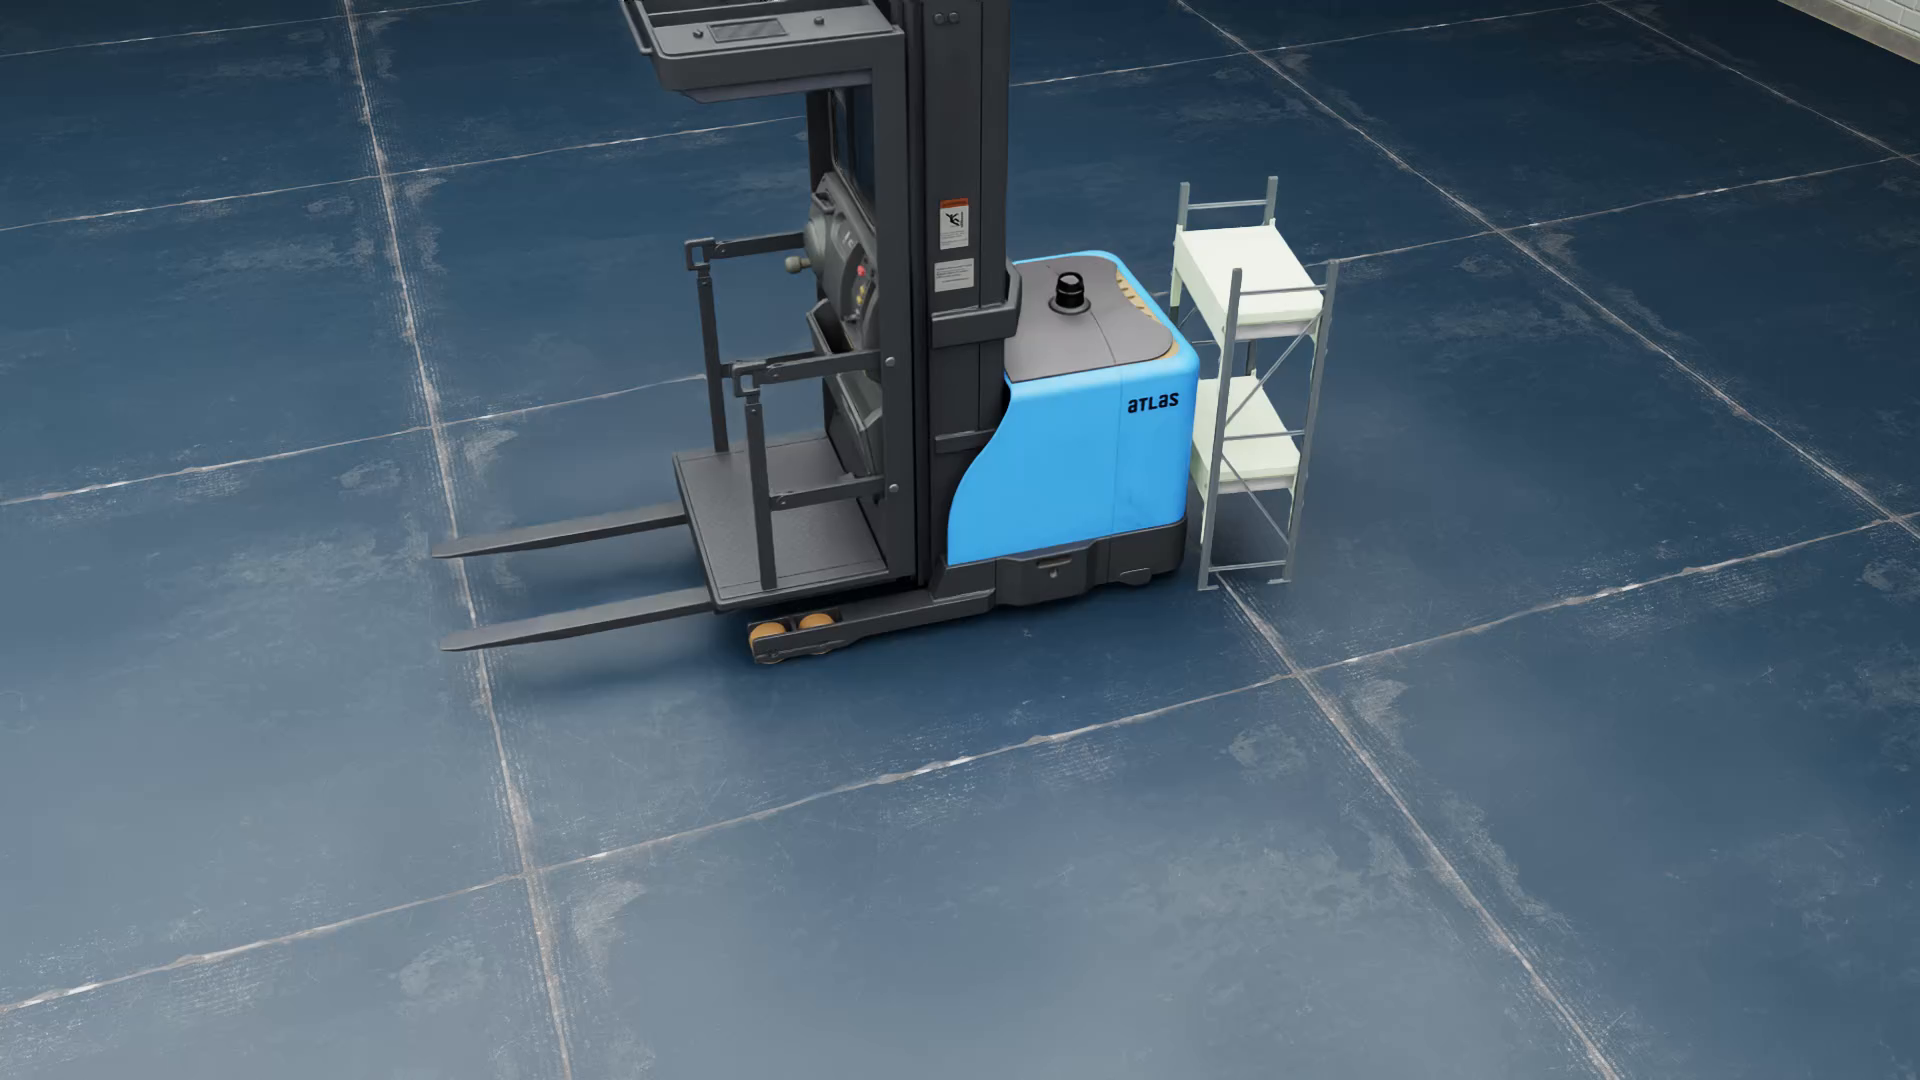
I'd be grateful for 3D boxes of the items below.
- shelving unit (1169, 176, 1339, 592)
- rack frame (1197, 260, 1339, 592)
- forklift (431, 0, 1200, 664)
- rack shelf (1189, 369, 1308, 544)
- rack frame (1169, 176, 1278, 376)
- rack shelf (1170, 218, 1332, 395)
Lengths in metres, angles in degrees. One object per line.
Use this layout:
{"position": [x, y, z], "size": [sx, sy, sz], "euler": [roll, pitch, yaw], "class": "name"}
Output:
{"position": [1.138, -0.625, 6.833], "size": [0.431, 1.500, 0.755], "euler": [-5, 37, -7], "class": "shelving unit"}
{"position": [1.195, -0.408, 6.544], "size": [0.400, 1.500, 0.023], "euler": [-5, 37, -7], "class": "rack frame"}
{"position": [-0.629, -1.034, 6.187], "size": [3.031, 2.935, 1.130], "euler": [-10, 38, -14], "class": "forklift"}
{"position": [1.138, -0.365, 7.029], "size": [0.431, 0.370, 0.720], "euler": [-5, 37, -7], "class": "rack shelf"}
{"position": [1.081, -0.843, 7.122], "size": [0.400, 1.500, 0.023], "euler": [-5, 37, -7], "class": "rack frame"}
{"position": [1.138, -0.937, 6.598], "size": [0.431, 0.370, 0.720], "euler": [-5, 37, -7], "class": "rack shelf"}
